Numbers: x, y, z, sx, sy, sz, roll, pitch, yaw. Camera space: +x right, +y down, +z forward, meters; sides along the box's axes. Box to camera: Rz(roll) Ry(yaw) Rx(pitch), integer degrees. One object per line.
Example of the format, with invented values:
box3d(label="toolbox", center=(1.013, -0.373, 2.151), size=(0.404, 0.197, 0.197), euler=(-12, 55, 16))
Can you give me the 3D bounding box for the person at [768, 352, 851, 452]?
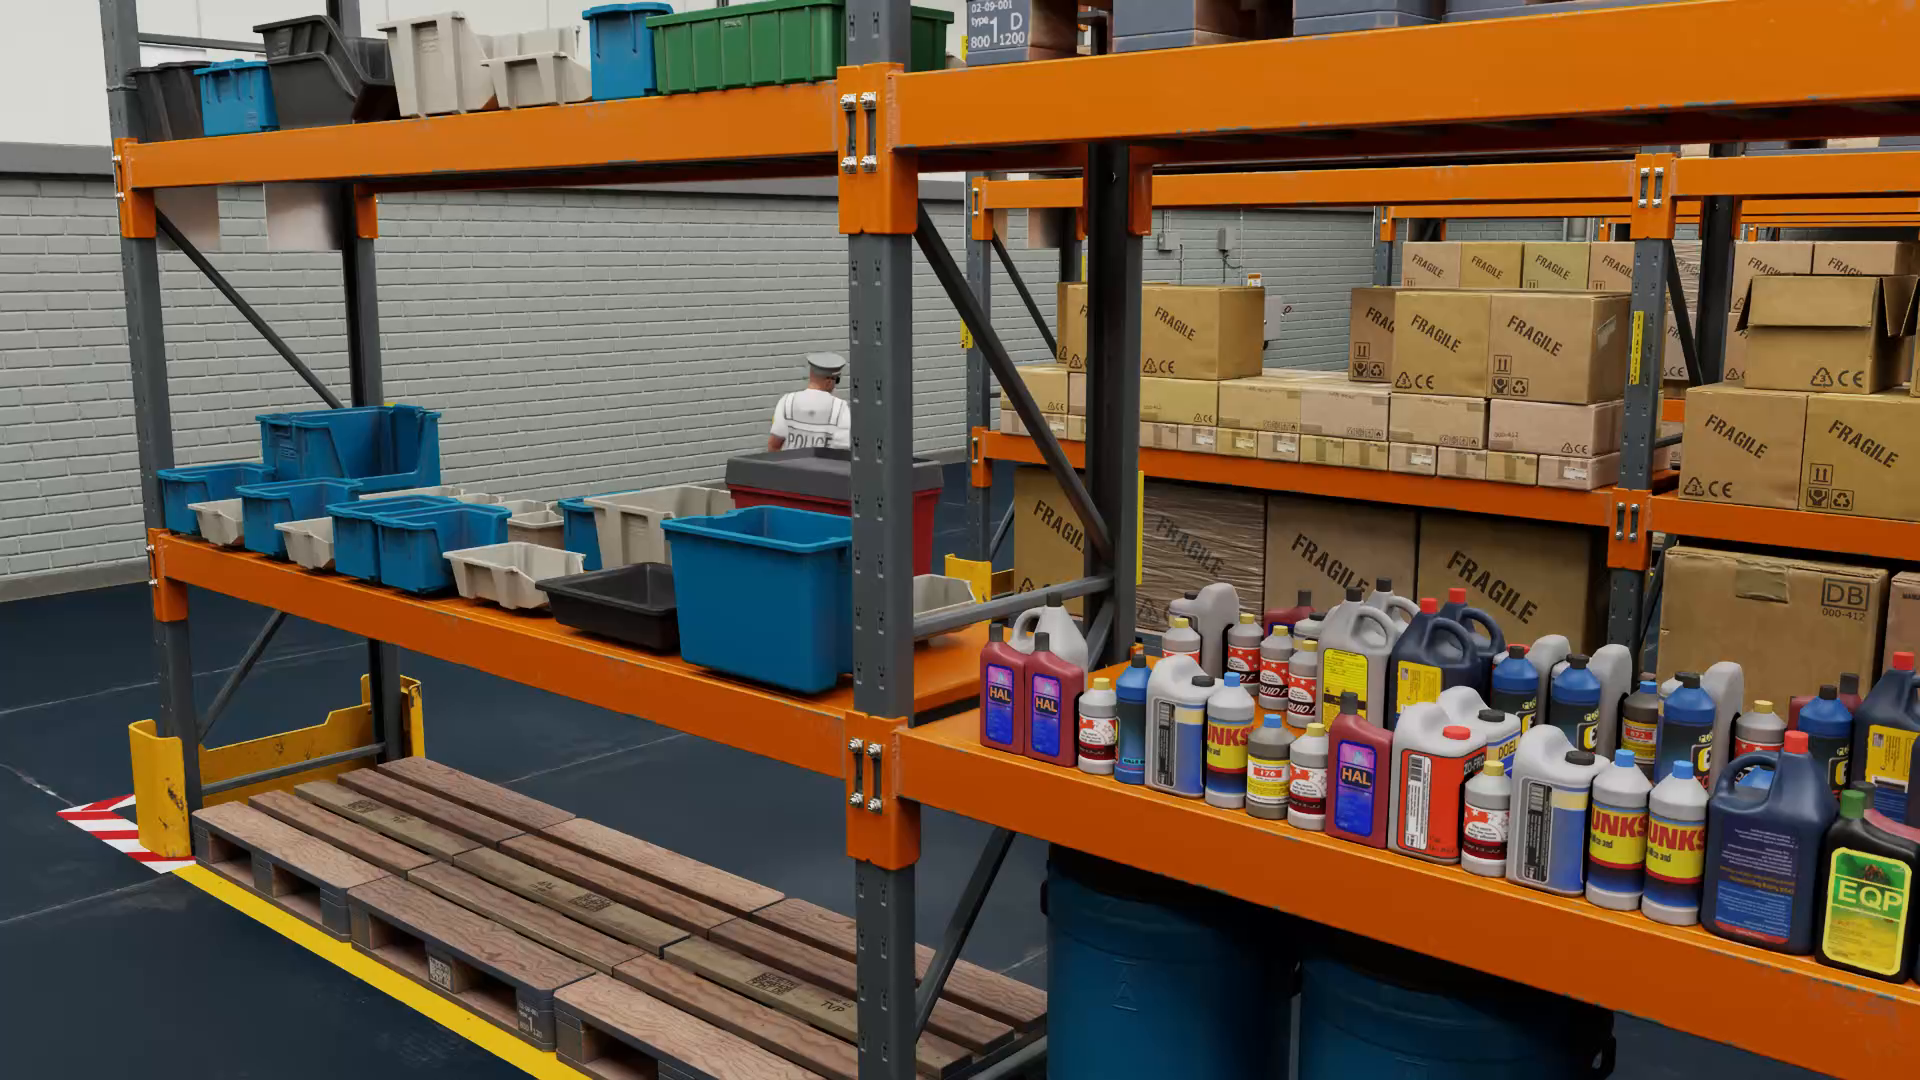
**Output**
box3d(label="person", center=(-0.957, -0.335, 10.684), size=(0.568, 1.723, 0.625), euler=(1, 10, 6))
